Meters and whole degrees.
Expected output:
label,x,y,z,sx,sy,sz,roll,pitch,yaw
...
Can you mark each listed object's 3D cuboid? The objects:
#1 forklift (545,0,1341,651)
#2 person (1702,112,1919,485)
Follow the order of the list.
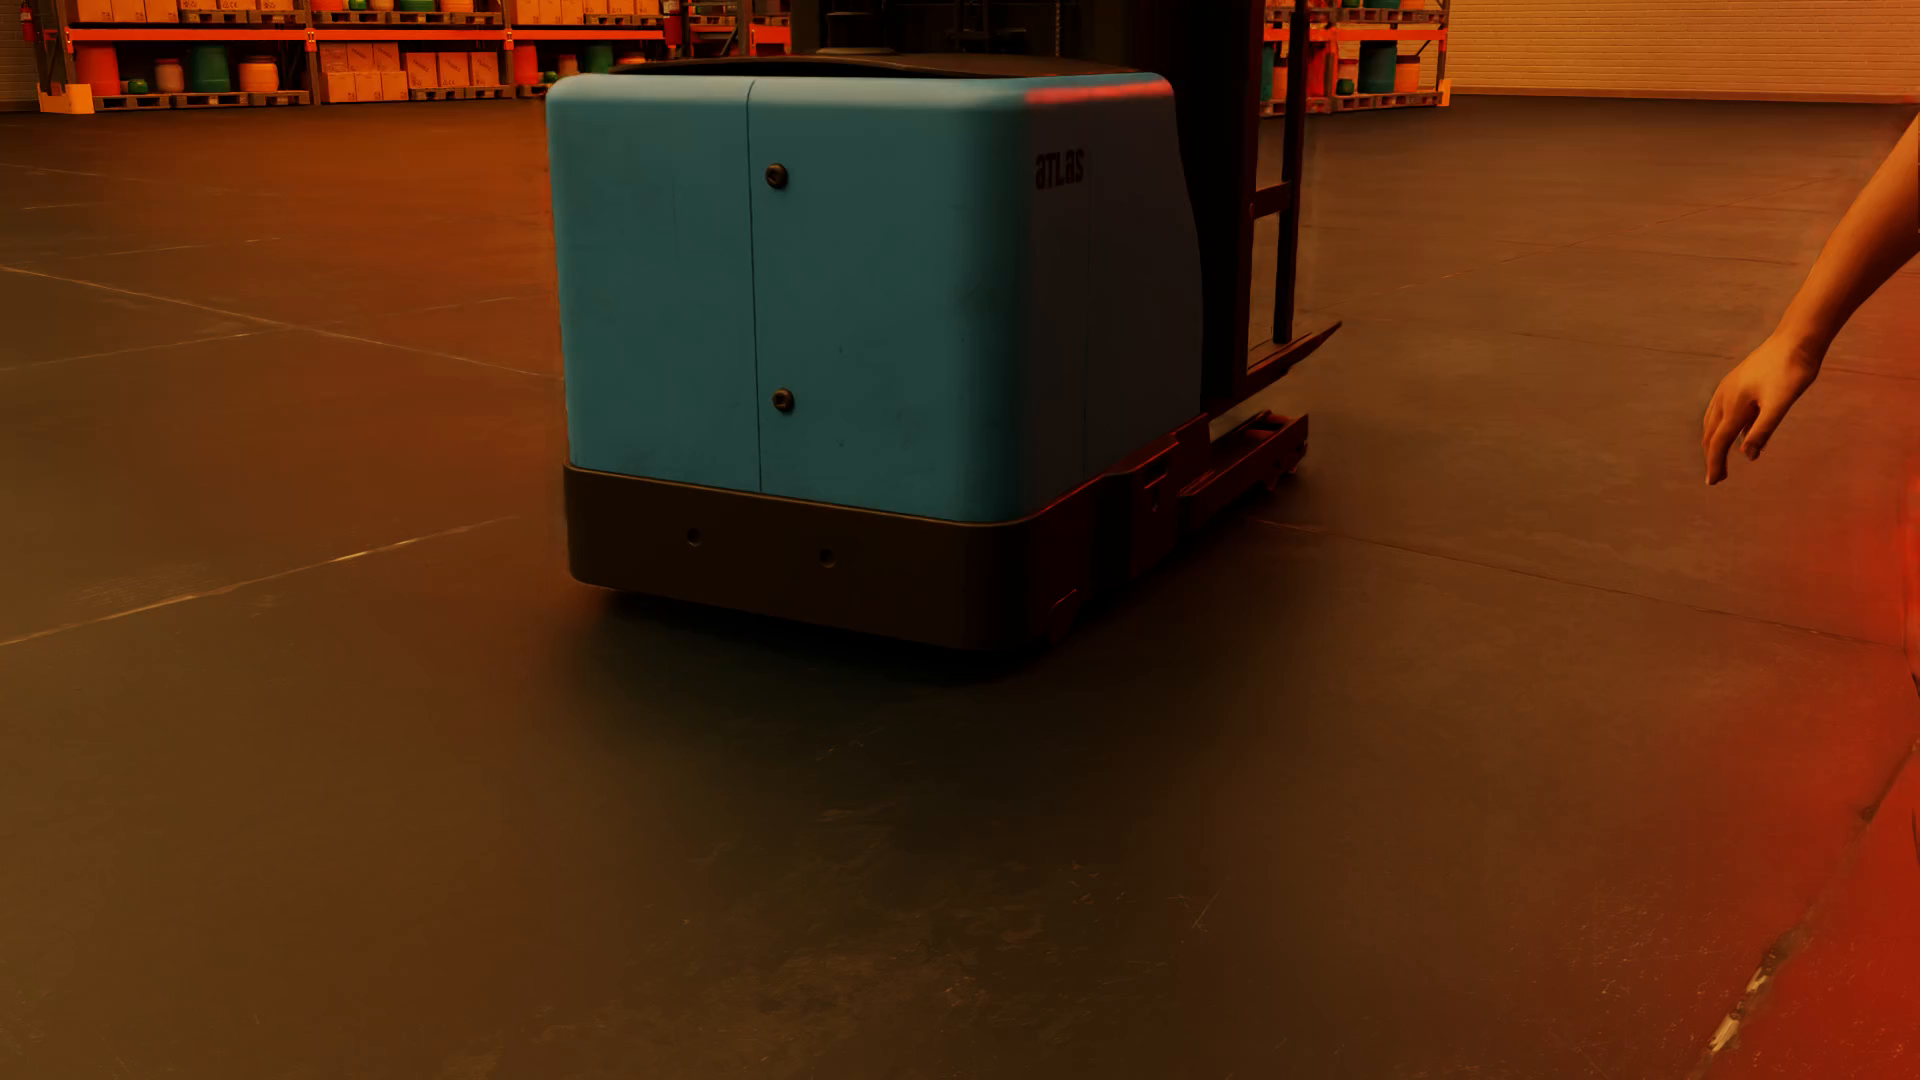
label,x,y,z,sx,sy,sz,roll,pitch,yaw
forklift,0.300,-1.581,4.103,1.130,2.935,3.031,8,19,26
person,0.909,0.054,1.226,0.746,1.523,0.786,10,19,29
